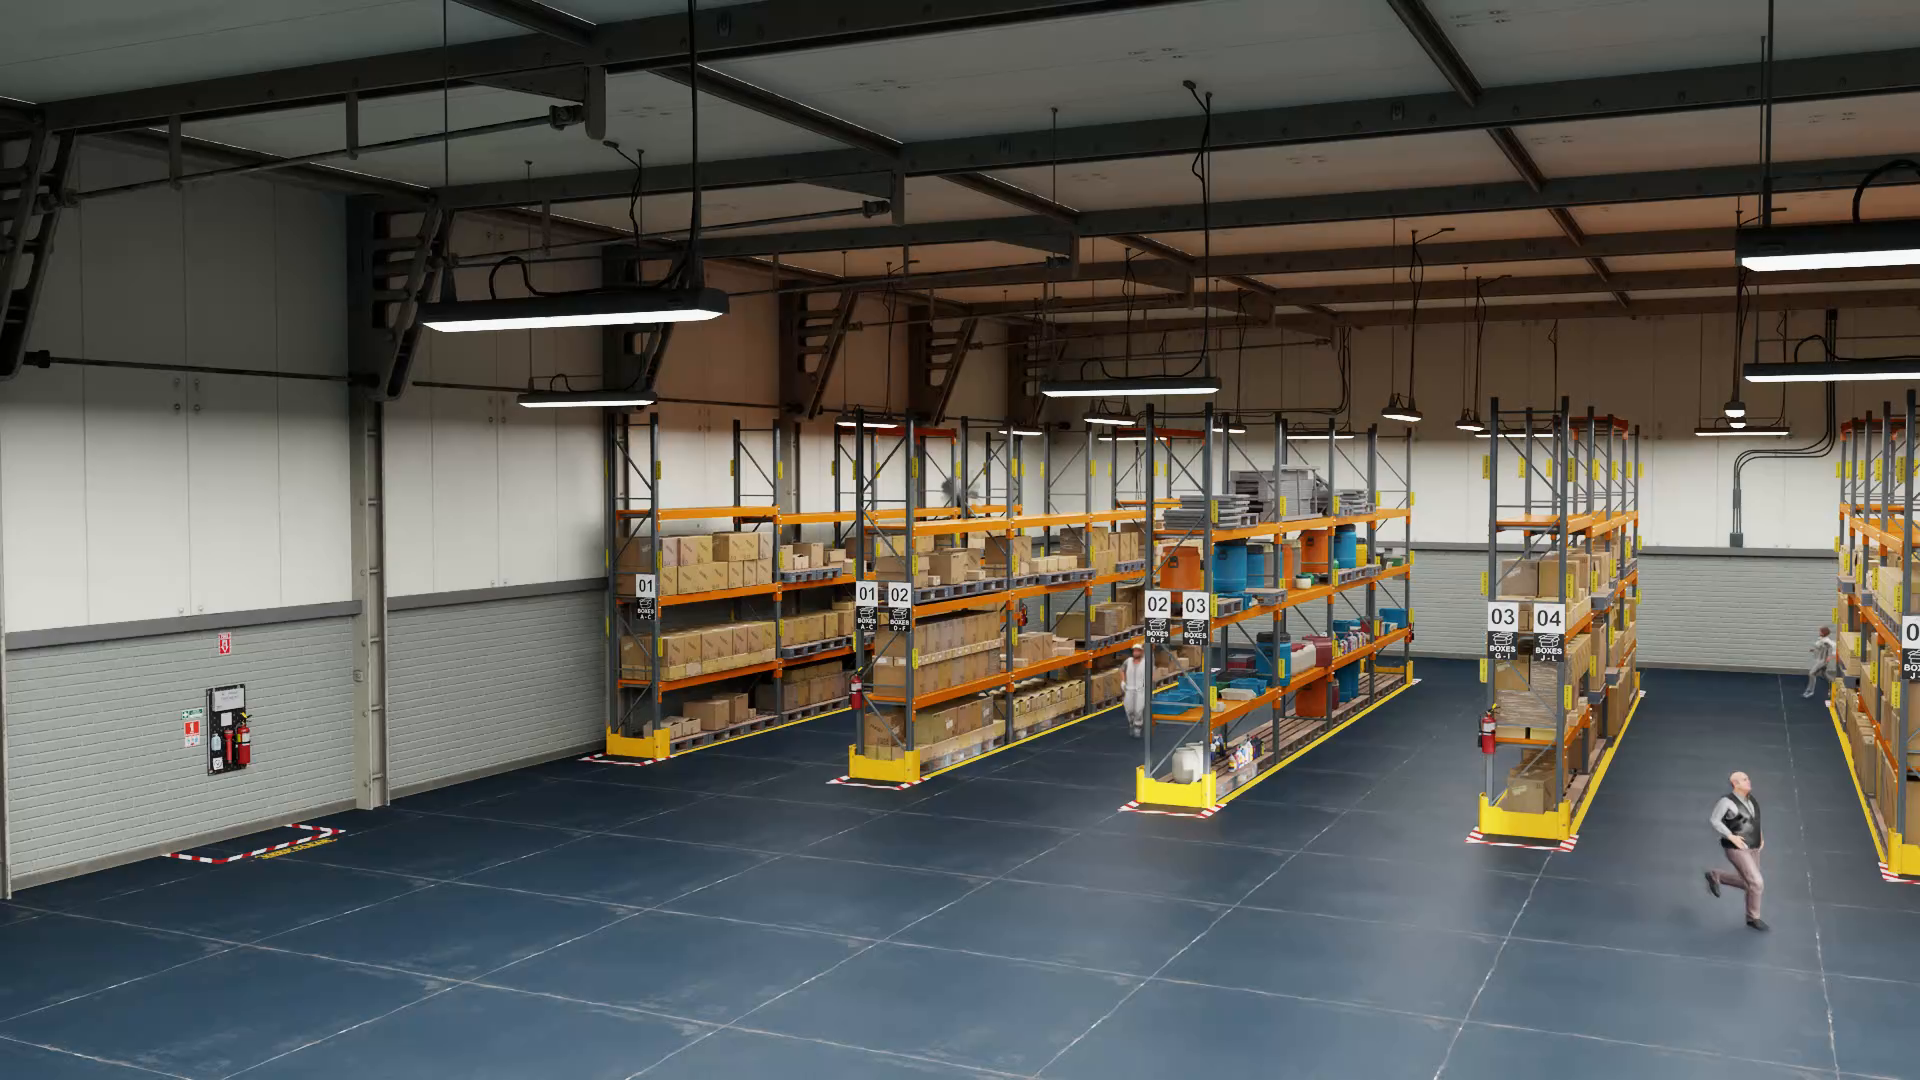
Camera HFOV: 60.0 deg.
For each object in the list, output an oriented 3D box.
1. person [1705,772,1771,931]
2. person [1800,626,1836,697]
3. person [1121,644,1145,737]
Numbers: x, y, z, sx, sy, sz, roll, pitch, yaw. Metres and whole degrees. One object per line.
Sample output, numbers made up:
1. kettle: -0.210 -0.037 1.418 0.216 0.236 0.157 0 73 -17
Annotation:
1. person: 8.600 3.406 18.402 0.659 1.695 0.847 -2 3 -34
2. person: 18.862 2.691 36.383 0.805 1.570 0.593 1 3 18
3. person: 3.268 2.816 31.002 0.638 1.756 0.529 1 2 16
